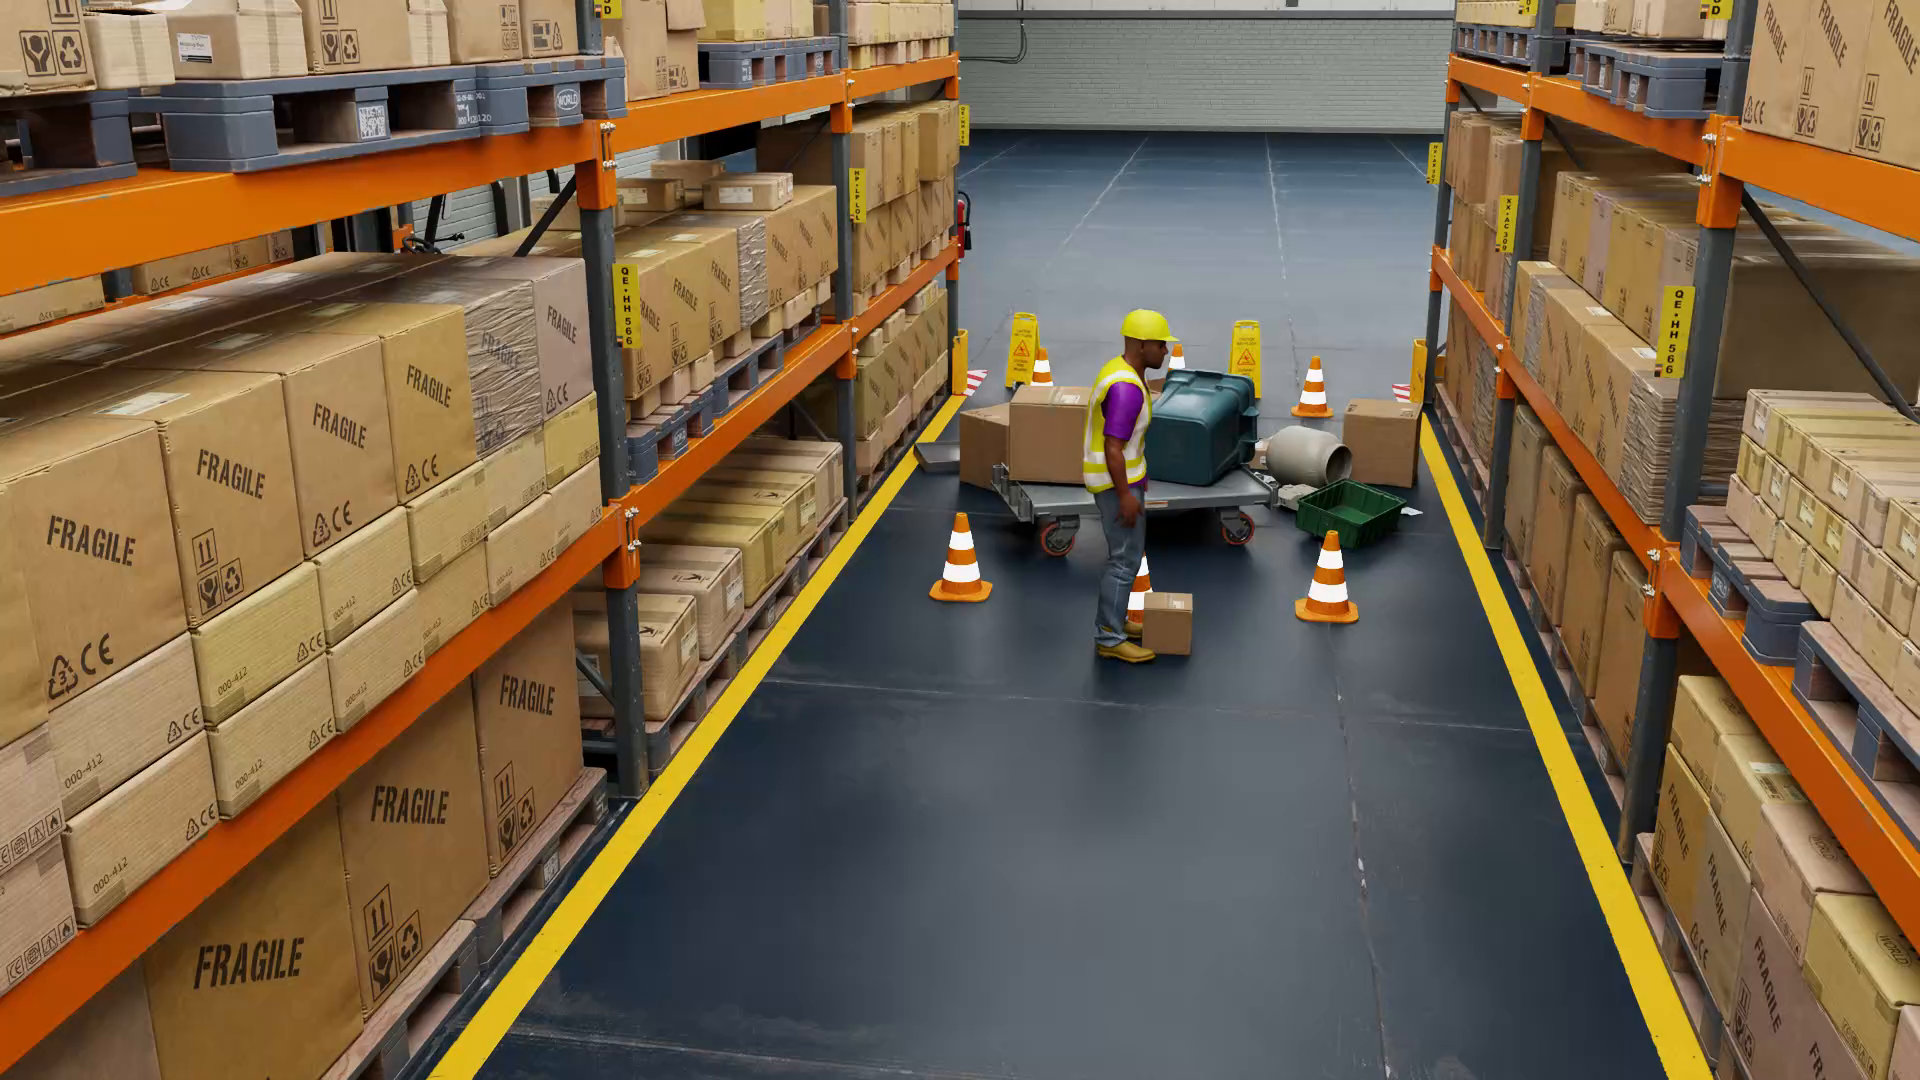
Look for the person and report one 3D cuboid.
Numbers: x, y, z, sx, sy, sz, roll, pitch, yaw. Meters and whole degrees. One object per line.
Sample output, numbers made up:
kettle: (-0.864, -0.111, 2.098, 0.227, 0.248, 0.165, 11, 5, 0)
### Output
person: (0.849, -0.291, 8.430, 0.457, 1.761, 0.628, 3, 18, 9)
